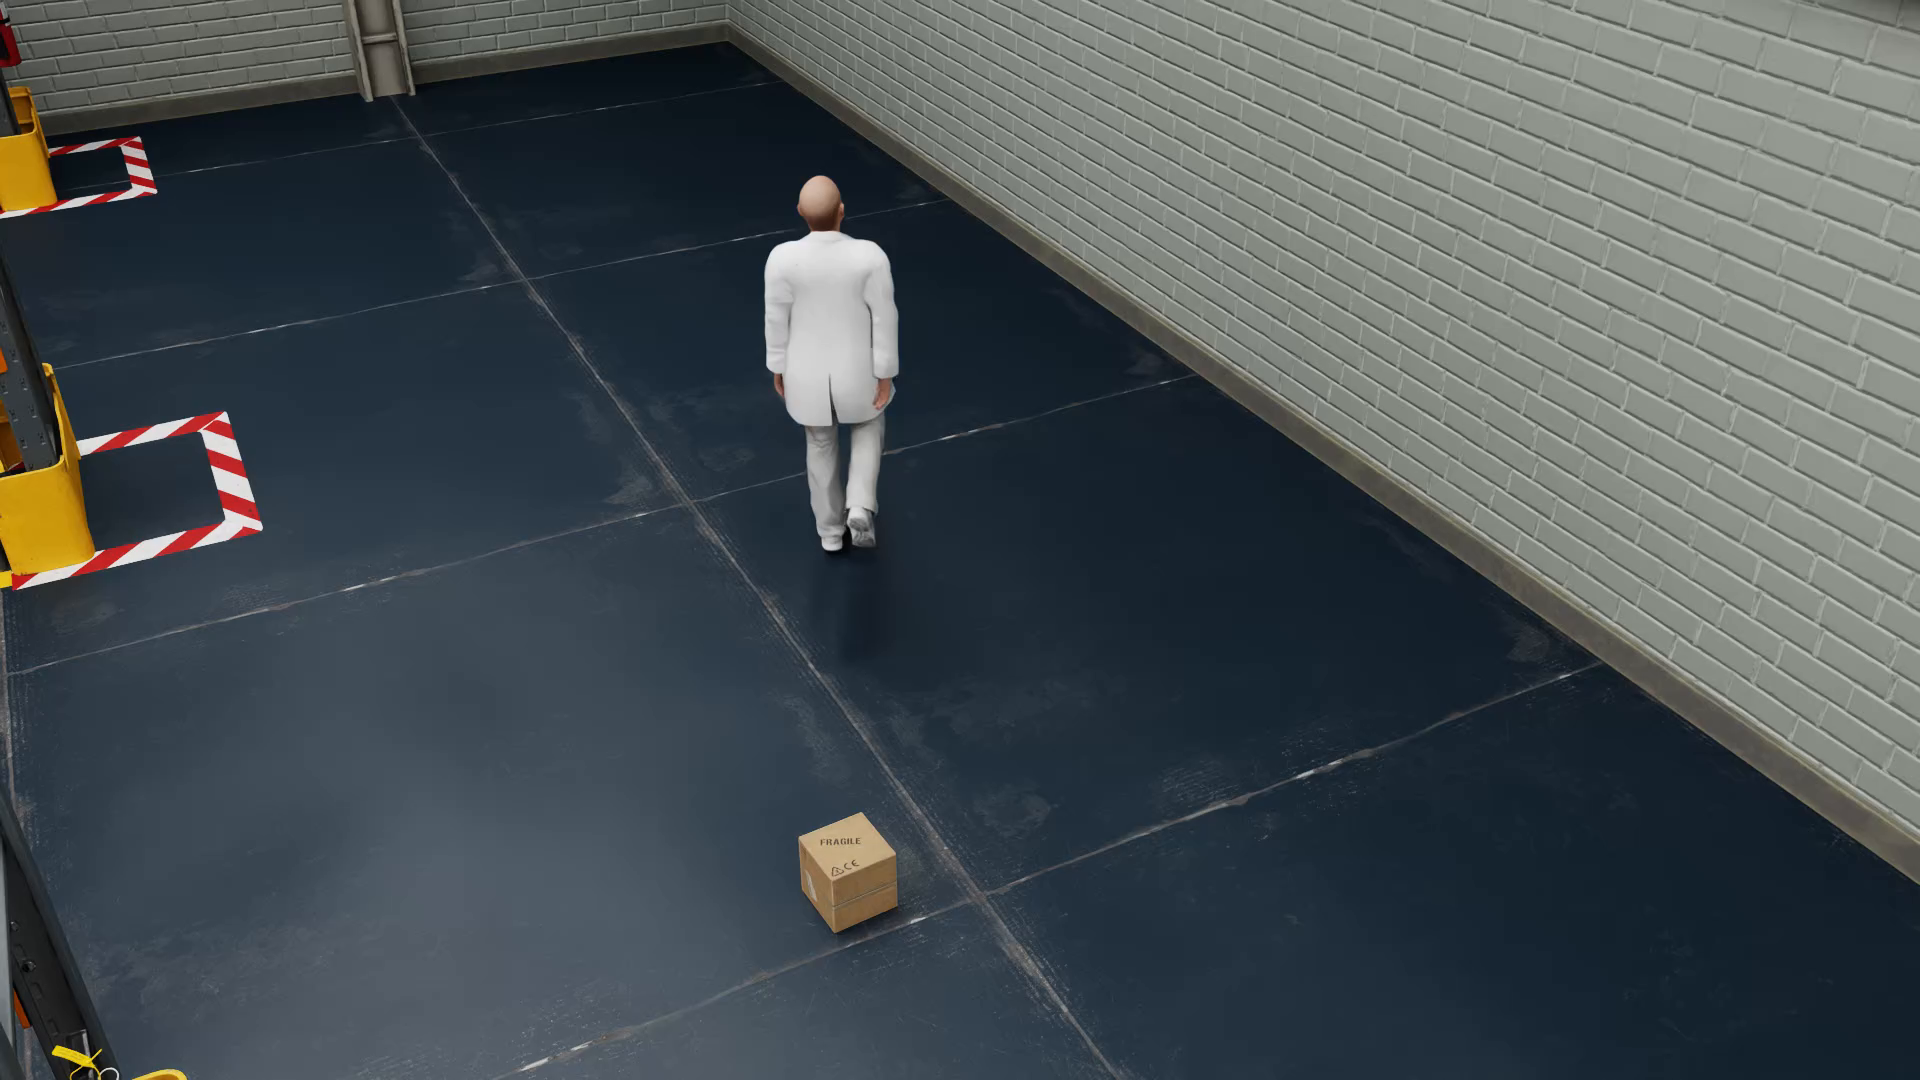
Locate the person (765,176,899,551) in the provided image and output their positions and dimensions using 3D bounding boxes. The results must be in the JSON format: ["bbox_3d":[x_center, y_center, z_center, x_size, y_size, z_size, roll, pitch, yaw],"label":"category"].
[{"bbox_3d":[-0.554,-0.744,7.271,0.581,1.775,0.554,-1,33,-2],"label":"person"}]
